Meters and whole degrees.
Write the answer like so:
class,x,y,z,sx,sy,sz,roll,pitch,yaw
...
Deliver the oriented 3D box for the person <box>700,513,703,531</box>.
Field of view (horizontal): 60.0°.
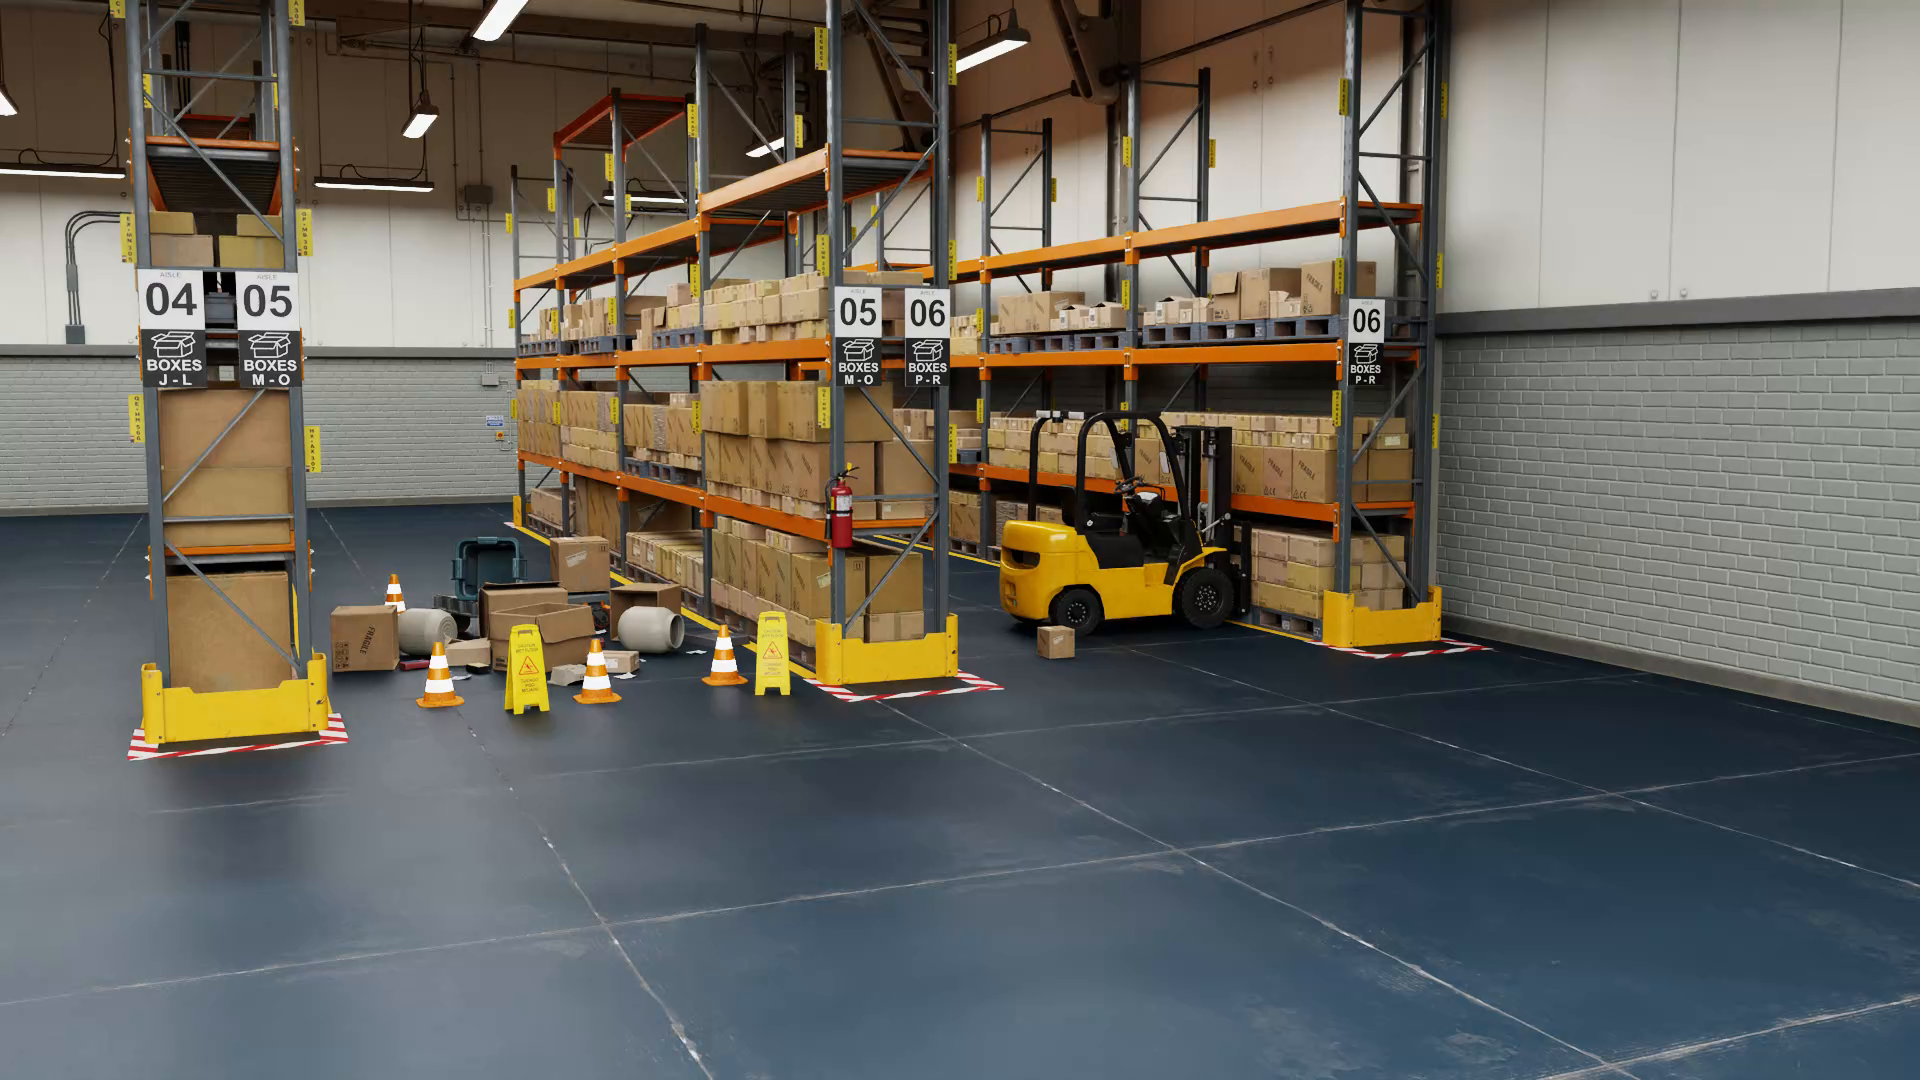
class,x,y,z,sx,sy,sz,roll,pitch,yaw
person,-3.994,-0.867,25.698,0.447,1.673,0.664,-3,6,-26
